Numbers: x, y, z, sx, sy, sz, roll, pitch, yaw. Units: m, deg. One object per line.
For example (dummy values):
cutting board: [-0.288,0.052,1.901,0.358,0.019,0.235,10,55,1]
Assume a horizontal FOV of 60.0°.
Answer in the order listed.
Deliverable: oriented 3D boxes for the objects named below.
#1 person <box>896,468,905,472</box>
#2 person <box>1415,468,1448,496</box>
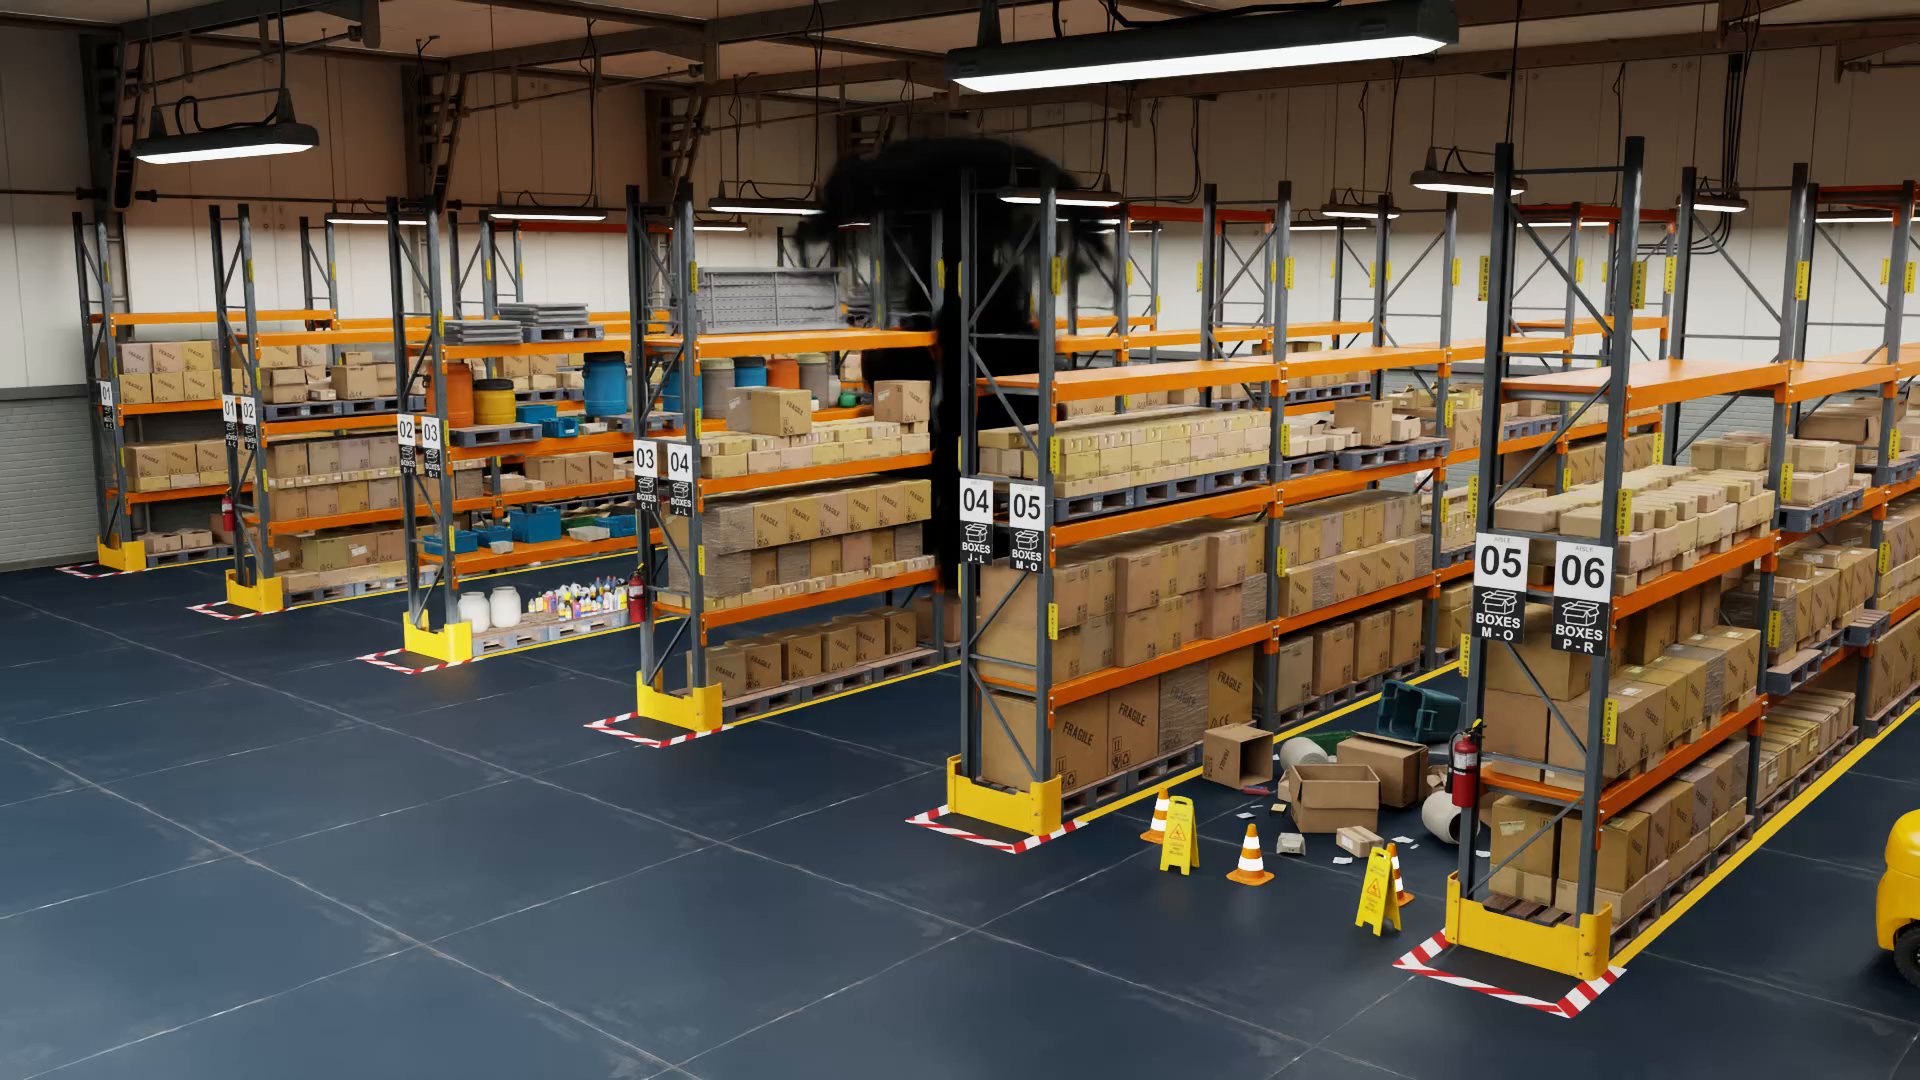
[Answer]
person: [-1.076,-1.133,33.053,0.554,1.725,0.689,6,11,33]
person: [8.626,-0.730,30.376,0.689,1.774,0.904,-3,10,-17]
